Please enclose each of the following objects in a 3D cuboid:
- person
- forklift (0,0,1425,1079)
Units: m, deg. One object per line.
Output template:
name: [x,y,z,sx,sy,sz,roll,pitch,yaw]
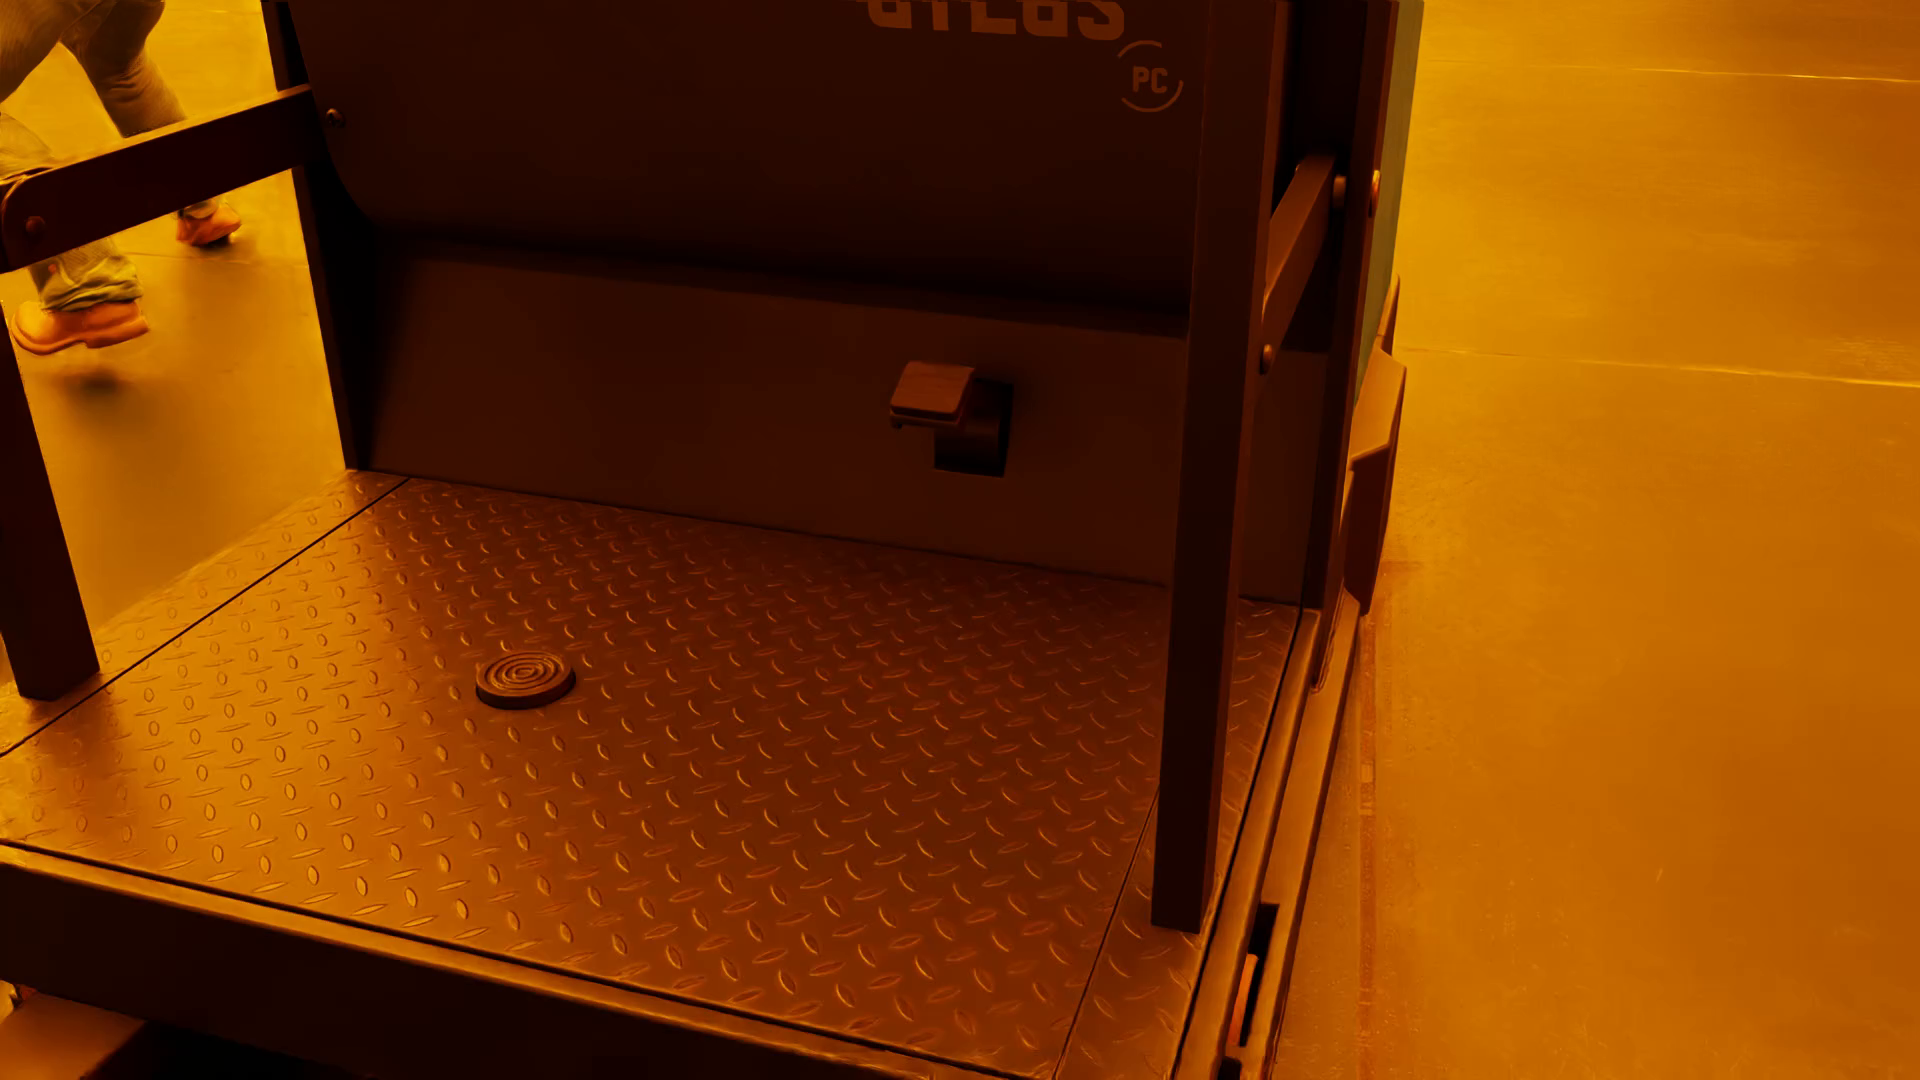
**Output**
person: [-1.688,-1.173,3.180,0.568,1.723,1.153,3,27,6]
forklift: [-0.234,-0.907,1.044,1.130,2.935,3.031,8,28,16]
